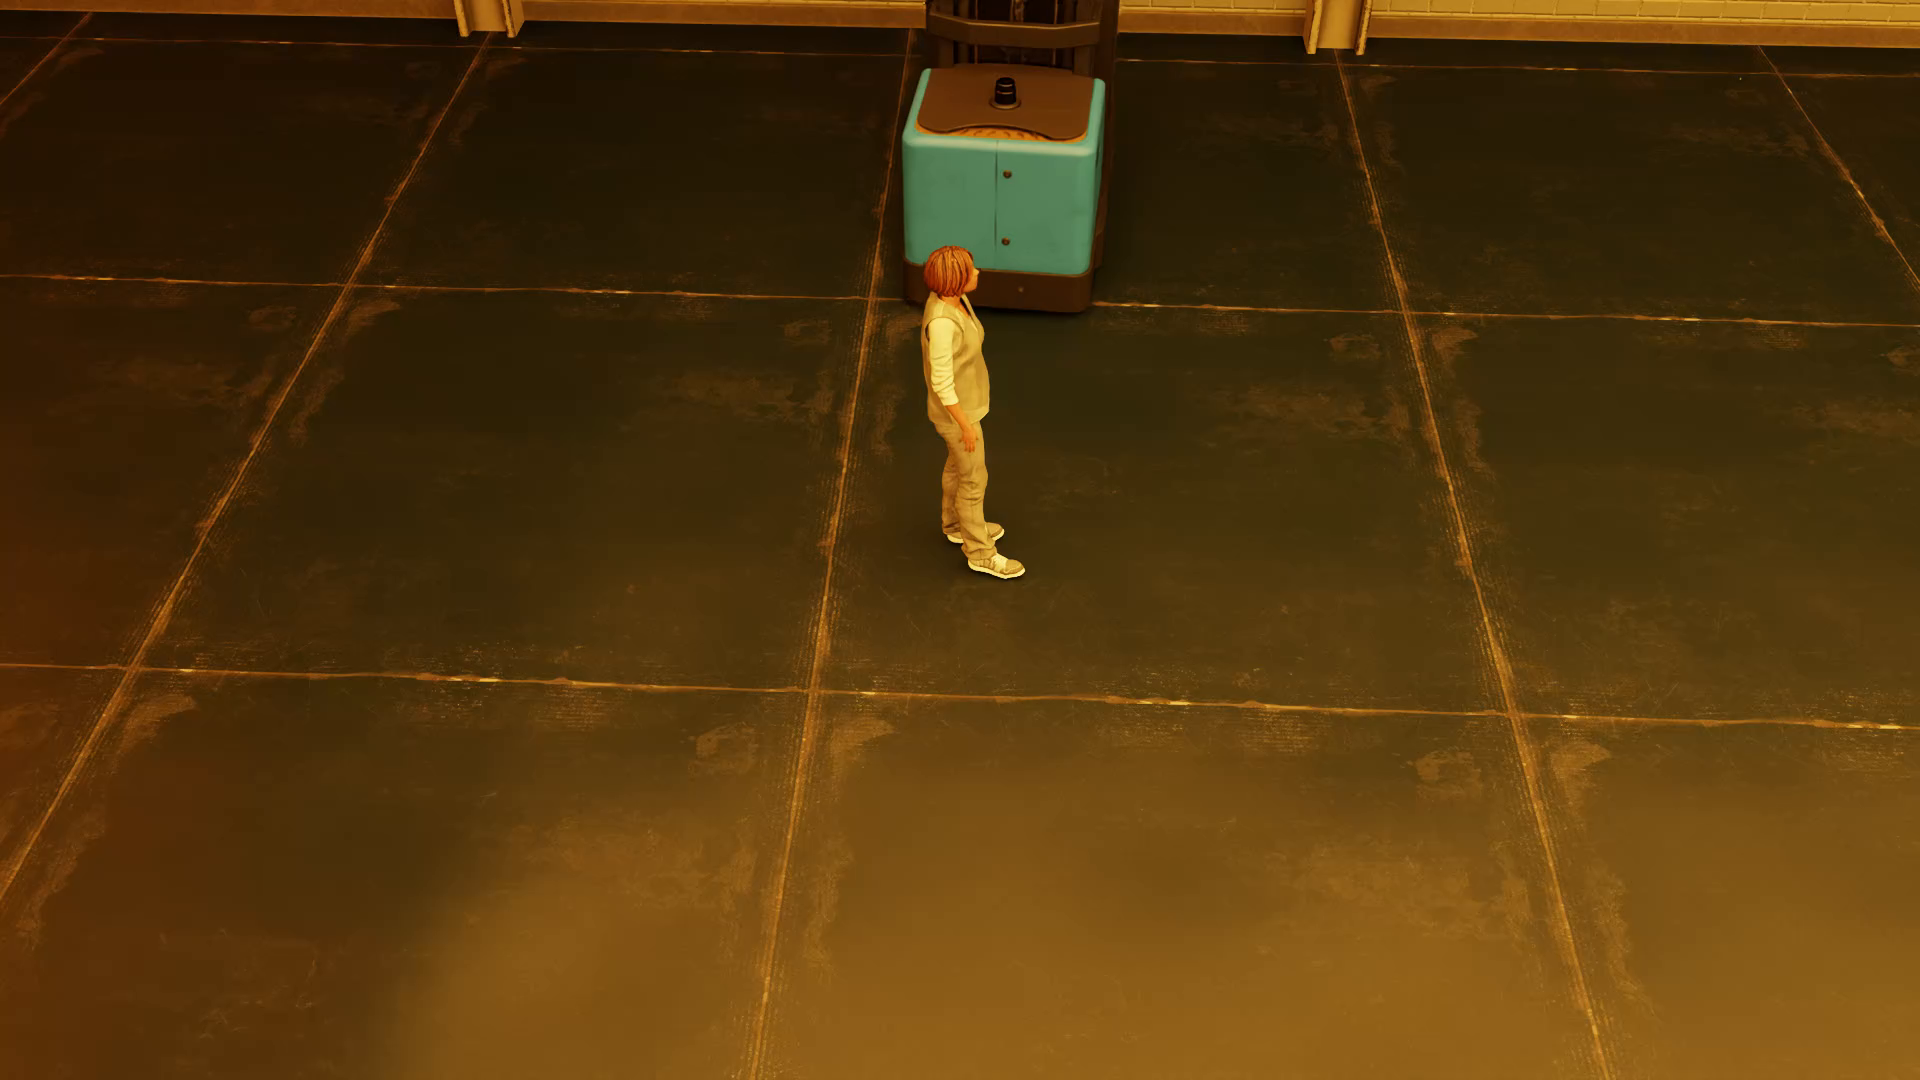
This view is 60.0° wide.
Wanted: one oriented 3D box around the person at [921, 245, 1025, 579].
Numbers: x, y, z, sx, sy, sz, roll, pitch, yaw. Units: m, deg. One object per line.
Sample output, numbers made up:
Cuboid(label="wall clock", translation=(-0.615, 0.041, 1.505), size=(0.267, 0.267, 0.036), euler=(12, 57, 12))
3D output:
Cuboid(label="person", translation=(0.073, -0.584, 7.360), size=(0.475, 1.596, 0.521), euler=(2, 42, 2))

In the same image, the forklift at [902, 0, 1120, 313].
Cuboid(label="forklift", translation=(0.382, -3.331, 9.392), size=(1.130, 2.935, 3.031), euler=(5, 43, 5))
